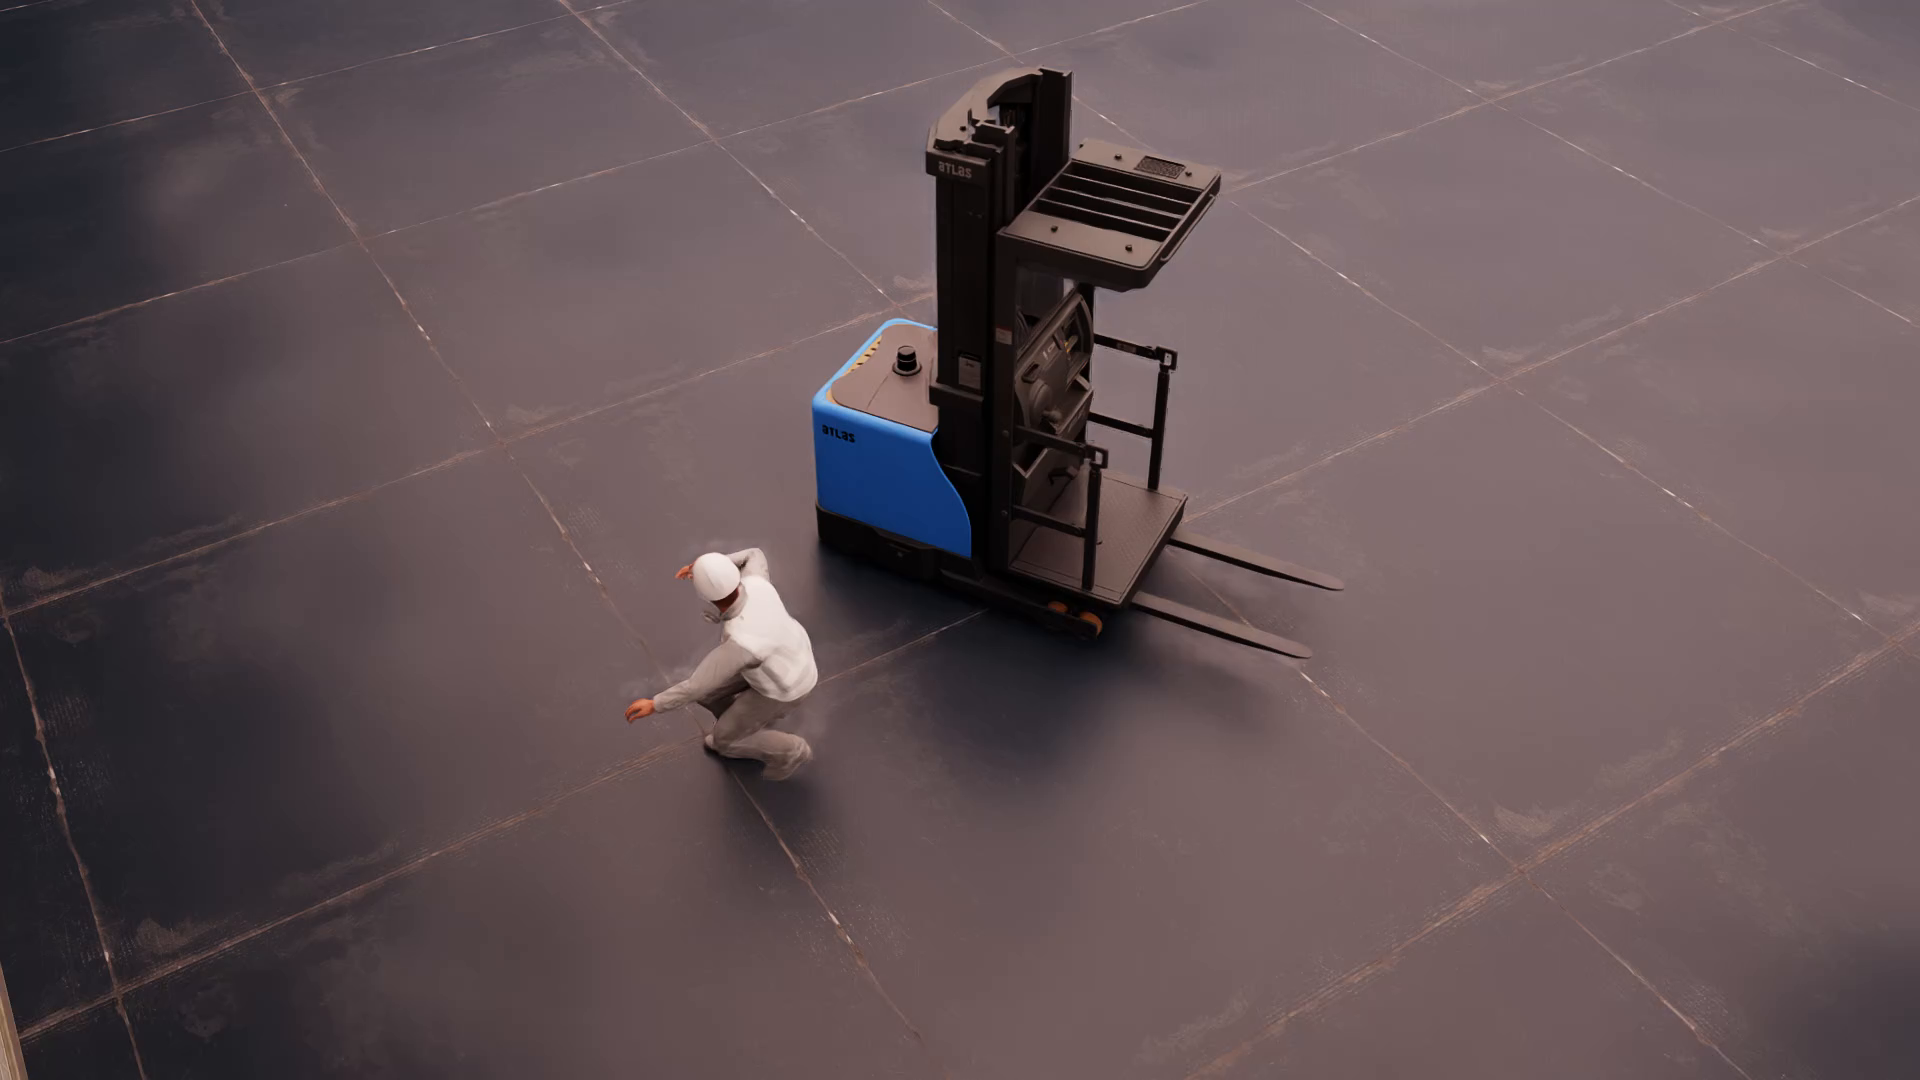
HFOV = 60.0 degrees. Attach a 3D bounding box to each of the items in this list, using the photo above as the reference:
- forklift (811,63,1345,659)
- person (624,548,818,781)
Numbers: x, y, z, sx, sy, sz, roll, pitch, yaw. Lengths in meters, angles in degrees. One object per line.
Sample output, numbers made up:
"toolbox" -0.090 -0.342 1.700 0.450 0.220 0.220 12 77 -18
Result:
"forklift" 0.692 -0.933 8.939 3.031 2.935 1.130 18 44 20
"person" -1.196 0.625 8.266 0.957 1.486 0.767 -7 42 -8
